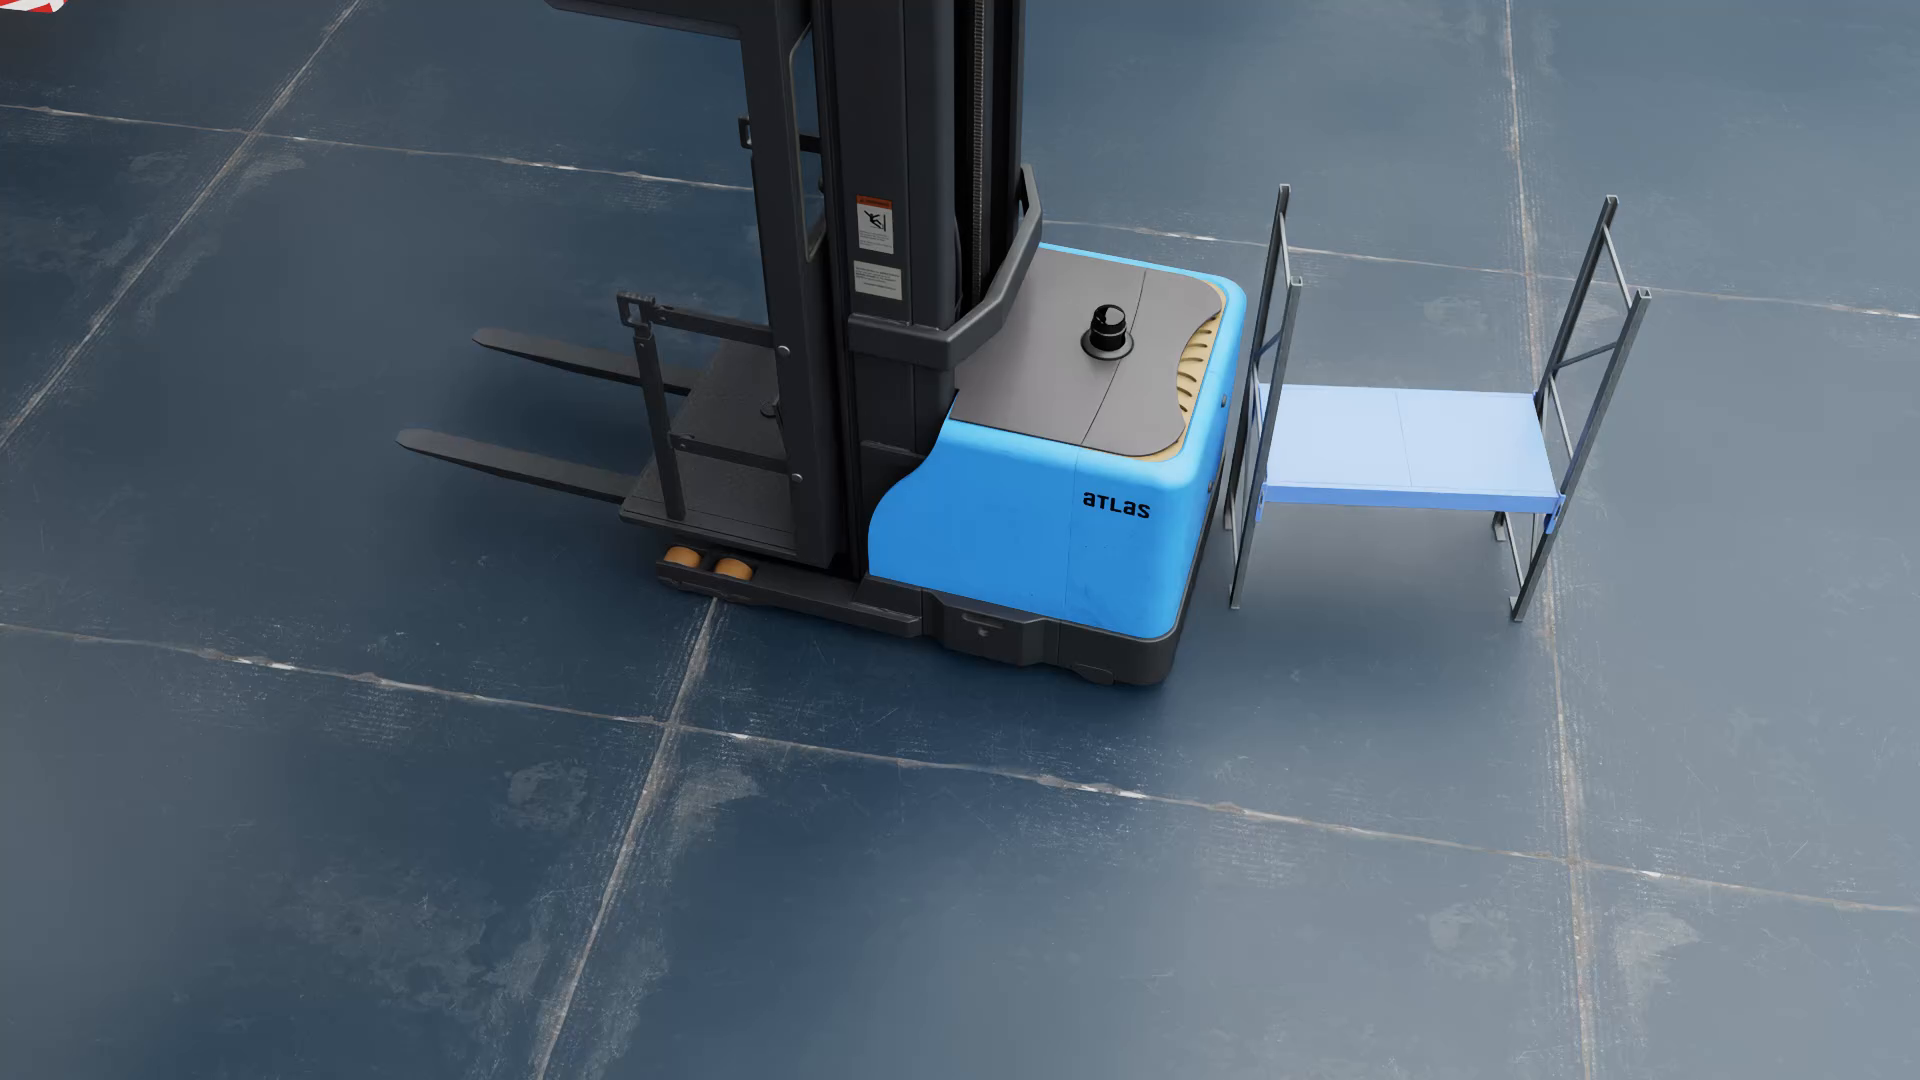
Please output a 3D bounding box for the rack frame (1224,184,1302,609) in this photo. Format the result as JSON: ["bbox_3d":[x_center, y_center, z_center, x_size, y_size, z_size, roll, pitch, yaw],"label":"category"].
[{"bbox_3d":[1.010,-0.436,5.633,0.032,1.500,0.500,2,48,2],"label":"rack frame"}]

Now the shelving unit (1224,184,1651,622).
[{"bbox_3d":[1.517,-0.414,5.614,1.048,1.500,0.538,2,48,2],"label":"shelving unit"}]

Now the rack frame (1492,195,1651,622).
[{"bbox_3d":[2.025,-0.393,5.595,0.032,1.500,0.500,2,48,2],"label":"rack frame"}]

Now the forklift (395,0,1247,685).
[{"bbox_3d":[-0.596,-1.115,5.282,3.031,2.935,1.130,13,49,11],"label":"forklift"}]

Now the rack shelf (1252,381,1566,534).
[{"bbox_3d":[1.517,-0.294,5.748,1.000,0.185,0.538,2,48,2],"label":"rack shelf"}]
